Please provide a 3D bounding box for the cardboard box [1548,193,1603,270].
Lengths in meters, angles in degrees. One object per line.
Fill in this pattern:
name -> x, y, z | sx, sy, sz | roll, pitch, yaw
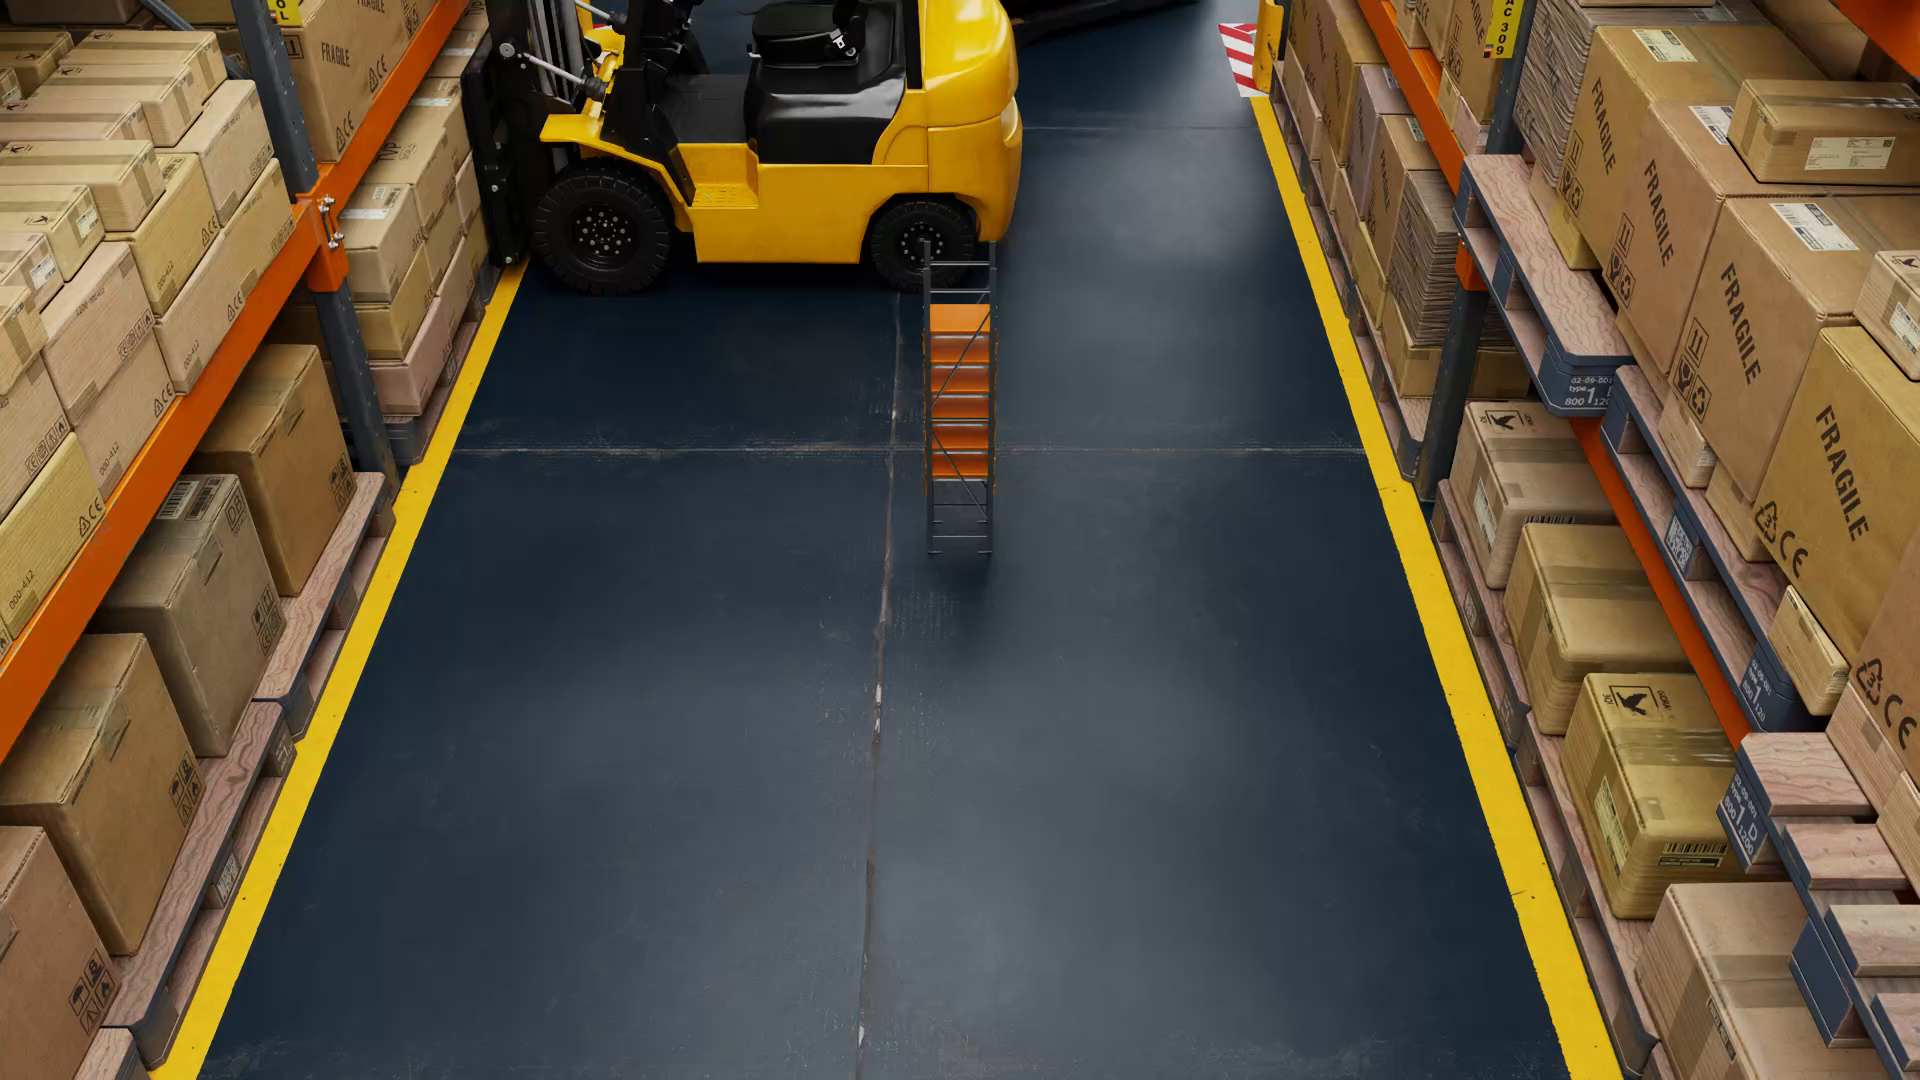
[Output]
cardboard box -> 1.953, -0.912, 4.855 | 0.380, 0.149, 0.250 | 1, 39, 1

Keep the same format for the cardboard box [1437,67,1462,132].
cardboard box -> 1.964, -1.607, 6.058 | 0.380, 0.149, 0.250 | 1, 39, 1

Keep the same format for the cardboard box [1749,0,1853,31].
cardboard box -> 2.507, -1.379, 4.918 | 0.500, 0.500, 0.500 | -1, 39, -1

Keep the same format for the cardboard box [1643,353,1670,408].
cardboard box -> 1.986, -0.419, 4.240 | 0.380, 0.149, 0.250 | 0, 39, 0

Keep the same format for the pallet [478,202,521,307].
pallet -> -2.650, -1.517, 7.974 | 1.003, 0.211, 1.213 | 0, 39, 0

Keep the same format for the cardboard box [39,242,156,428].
cardboard box -> -2.428, -0.531, 4.234 | 0.500, 0.250, 0.500 | 1, 39, 1

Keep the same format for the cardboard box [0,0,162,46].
cardboard box -> -2.958, -1.662, 5.846 | 0.500, 0.500, 0.500 | 0, 39, 0

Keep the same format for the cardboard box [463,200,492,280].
cardboard box -> -2.389, -1.375, 7.430 | 0.500, 0.250, 0.500 | 1, 39, 1

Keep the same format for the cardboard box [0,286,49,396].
cardboard box -> -2.356, -0.456, 3.822 | 0.380, 0.149, 0.250 | -1, 39, -1

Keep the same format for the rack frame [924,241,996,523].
rack frame -> 0.000, -0.534, 5.957 | 0.240, 1.200, 0.006 | 0, 39, 0

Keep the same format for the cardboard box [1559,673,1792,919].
cardboard box -> 2.286, 0.726, 4.711 | 0.950, 0.372, 0.625 | 1, 39, 1

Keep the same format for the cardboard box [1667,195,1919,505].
cardboard box -> 1.990, -0.430, 3.735 | 0.500, 0.500, 0.500 | -2, 39, -2

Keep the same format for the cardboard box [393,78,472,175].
cardboard box -> -2.376, -1.757, 7.107 | 0.500, 0.250, 0.500 | 1, 39, 1

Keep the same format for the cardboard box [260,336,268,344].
cardboard box -> -2.892, -0.933, 6.478 | 0.500, 0.250, 0.500 | -1, 39, -1

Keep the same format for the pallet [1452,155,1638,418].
pallet -> 2.132, -0.795, 4.997 | 1.003, 0.211, 1.213 | 0, 39, 0

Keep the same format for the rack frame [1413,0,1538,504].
rack frame -> 2.277, -1.348, 5.534 | 1.000, 3.000, 0.127 | 0, 39, 0

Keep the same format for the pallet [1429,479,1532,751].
pallet -> 2.279, 0.227, 5.798 | 1.003, 0.211, 1.213 | 0, 39, 0

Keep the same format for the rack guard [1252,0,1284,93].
rack guard -> 2.272, -2.827, 9.378 | 1.175, 0.500, 0.348 | 0, 39, 0

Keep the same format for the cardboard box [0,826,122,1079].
cardboard box -> -2.678, 1.123, 4.013 | 0.875, 0.625, 0.625 | 1, 39, 1

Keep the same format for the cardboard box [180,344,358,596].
cardboard box -> -2.675, -0.253, 5.731 | 0.875, 0.625, 0.625 | 2, 39, 2

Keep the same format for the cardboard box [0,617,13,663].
cardboard box -> -2.442, 0.303, 3.593 | 0.500, 0.250, 0.500 | -1, 39, -2

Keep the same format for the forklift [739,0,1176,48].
forklift -> 0.164, -4.391, 9.386 | 3.031, 2.935, 1.130 | -21, 43, -24

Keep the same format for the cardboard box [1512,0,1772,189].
cardboard box -> 1.990, -1.374, 4.912 | 0.500, 0.500, 0.500 | 1, 39, 1

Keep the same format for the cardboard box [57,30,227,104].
cardboard box -> -2.465, -1.421, 5.026 | 0.380, 0.149, 0.250 | 1, 39, 2

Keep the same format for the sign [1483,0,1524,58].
sign -> 1.734, -1.681, 5.257 | 0.100, 0.325, 0.005 | 0, 39, 0

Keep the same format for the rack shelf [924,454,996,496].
rack shelf -> 0.000, -0.255, 6.064 | 0.258, 0.103, 0.180 | 0, 39, 0

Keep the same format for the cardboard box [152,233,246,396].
cardboard box -> -2.419, -0.655, 4.788 | 0.500, 0.250, 0.500 | 0, 39, 0

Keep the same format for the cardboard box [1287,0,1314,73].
cardboard box -> 1.997, -2.714, 8.501 | 0.500, 0.500, 0.500 | -1, 39, -2

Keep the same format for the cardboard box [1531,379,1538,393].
cardboard box -> 2.546, -0.808, 6.723 | 0.500, 0.250, 0.500 | -2, 39, -2

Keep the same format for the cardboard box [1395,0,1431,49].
cardboard box -> 1.967, -2.086, 6.656 | 0.380, 0.149, 0.250 | -1, 39, -1

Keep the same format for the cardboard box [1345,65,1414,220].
cardboard box -> 2.004, -1.739, 7.284 | 0.500, 0.500, 0.500 | 2, 39, 2

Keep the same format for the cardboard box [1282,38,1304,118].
cardboard box -> 1.996, -2.436, 8.754 | 0.500, 0.250, 0.500 | 0, 39, 0

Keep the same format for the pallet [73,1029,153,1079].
pallet -> -2.644, 1.732, 3.920 | 1.003, 0.211, 1.213 | 0, 39, 0

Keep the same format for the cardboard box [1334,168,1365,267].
cardboard box -> 2.001, -1.460, 7.536 | 0.500, 0.250, 0.500 | 1, 39, 1

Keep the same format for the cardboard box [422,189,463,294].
cardboard box -> -2.381, -1.246, 6.869 | 0.500, 0.250, 0.500 | 0, 39, 0

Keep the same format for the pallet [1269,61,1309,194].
pallet -> 2.238, -2.206, 8.834 | 1.003, 0.211, 1.213 | 0, 39, 0

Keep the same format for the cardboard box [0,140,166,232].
cardboard box -> -2.366, -0.942, 4.429 | 0.380, 0.149, 0.250 | -1, 39, -1

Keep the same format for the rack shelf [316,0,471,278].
rack shelf -> -2.689, -2.312, 7.312 | 1.077, 0.370, 4.000 | 0, 39, 0

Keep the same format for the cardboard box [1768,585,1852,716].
cardboard box -> 1.921, 0.228, 3.432 | 0.380, 0.149, 0.250 | 1, 39, 1

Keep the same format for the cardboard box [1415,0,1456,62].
cardboard box -> 2.020, -2.103, 6.158 | 0.500, 0.500, 0.500 | 1, 39, 1

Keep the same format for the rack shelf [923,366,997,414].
rack shelf -> 0.000, -0.536, 5.839 | 0.258, 0.103, 0.180 | 0, 39, 0

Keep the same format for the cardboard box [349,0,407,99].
cardboard box -> -2.444, -1.985, 6.248 | 0.500, 0.500, 0.500 | 1, 39, 1

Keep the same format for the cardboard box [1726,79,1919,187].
cardboard box -> 2.028, -0.947, 3.860 | 0.380, 0.149, 0.250 | 2, 39, 2

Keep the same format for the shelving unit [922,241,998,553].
shelving unit -> 0.000, -0.477, 5.886 | 0.258, 1.200, 0.189 | 0, 39, 0
